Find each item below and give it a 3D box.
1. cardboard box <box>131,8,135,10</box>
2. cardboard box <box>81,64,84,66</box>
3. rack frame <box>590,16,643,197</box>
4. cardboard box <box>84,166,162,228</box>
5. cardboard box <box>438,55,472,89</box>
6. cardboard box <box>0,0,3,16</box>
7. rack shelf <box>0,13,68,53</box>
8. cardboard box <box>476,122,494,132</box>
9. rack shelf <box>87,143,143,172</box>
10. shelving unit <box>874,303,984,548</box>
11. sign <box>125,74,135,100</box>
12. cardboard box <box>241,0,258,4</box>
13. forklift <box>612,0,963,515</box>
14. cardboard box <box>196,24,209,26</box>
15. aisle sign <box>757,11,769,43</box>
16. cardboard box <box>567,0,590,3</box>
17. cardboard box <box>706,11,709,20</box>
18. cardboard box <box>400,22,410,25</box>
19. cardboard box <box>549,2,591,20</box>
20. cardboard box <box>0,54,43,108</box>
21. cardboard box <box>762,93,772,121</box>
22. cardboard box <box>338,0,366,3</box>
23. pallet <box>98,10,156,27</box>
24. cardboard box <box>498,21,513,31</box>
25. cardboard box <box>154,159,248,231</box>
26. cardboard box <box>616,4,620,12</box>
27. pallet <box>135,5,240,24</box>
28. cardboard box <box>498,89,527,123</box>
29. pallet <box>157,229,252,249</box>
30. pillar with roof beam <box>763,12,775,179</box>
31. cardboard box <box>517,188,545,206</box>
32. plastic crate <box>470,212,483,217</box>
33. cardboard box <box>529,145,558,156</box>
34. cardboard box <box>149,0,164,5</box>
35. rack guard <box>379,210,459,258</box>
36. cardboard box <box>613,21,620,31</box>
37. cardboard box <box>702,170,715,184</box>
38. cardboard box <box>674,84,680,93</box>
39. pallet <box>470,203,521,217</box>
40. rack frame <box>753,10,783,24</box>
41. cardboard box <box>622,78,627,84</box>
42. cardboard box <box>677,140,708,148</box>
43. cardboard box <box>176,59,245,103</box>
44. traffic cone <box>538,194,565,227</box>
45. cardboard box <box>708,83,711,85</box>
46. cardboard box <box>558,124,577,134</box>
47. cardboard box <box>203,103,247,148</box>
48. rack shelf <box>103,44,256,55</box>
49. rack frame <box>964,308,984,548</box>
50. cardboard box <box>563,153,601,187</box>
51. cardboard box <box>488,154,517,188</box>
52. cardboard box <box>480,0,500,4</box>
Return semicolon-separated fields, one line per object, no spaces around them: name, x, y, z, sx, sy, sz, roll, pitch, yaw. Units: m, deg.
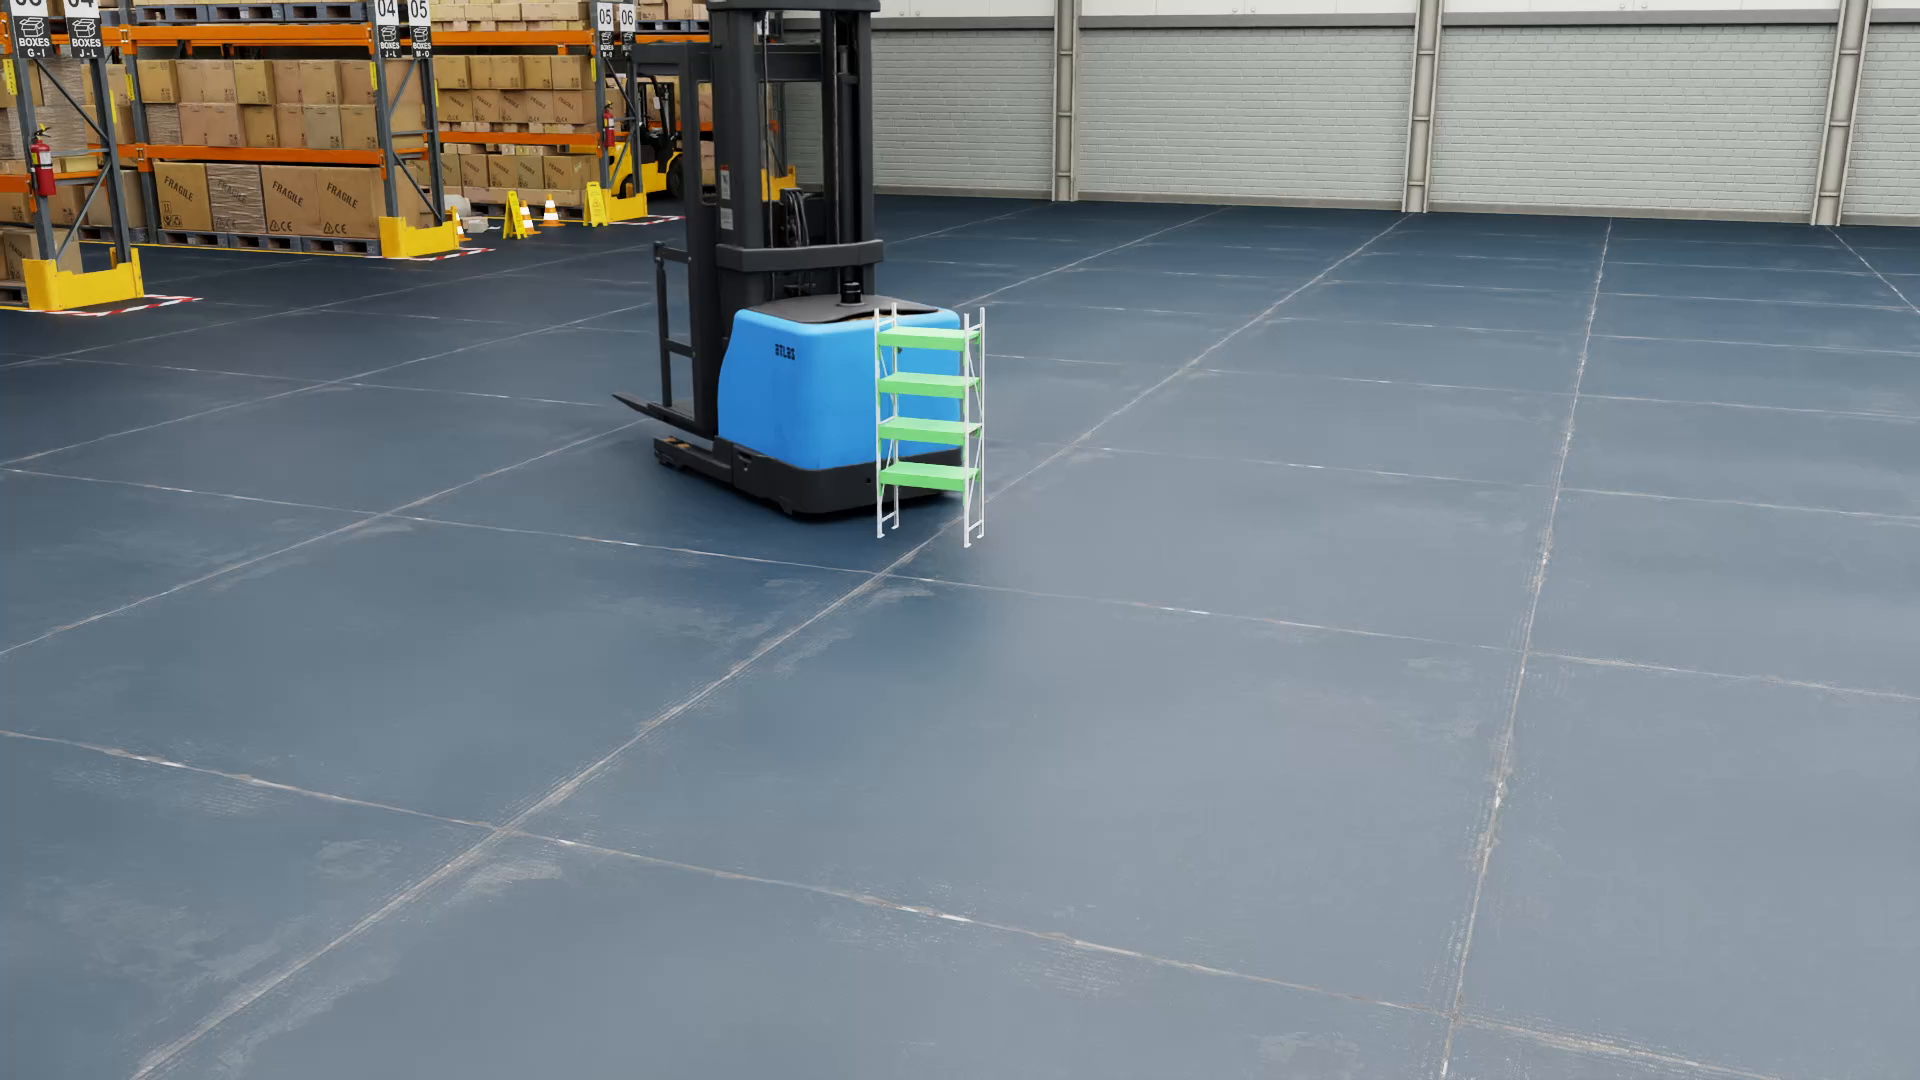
cardboard box;-13.668;-8.998;27.976;0.500;0.500;0.700;5;17;18
cardboard box;-15.146;-7.977;28.798;0.500;0.500;0.500;6;17;19
rack frame;-5.236;-6.438;25.469;0.127;3.000;1.000;6;17;21
cardboard box;-11.289;-4.714;22.814;0.750;0.750;1.050;6;17;20
cardboard box;-7.703;-7.300;25.934;0.500;0.500;0.700;6;17;19
cardboard box;-9.414;-5.219;16.161;0.500;0.250;0.500;7;17;22
rack shelf;-10.732;-5.167;17.002;4.000;0.370;1.077;6;17;21
cardboard box;-7.350;-6.459;25.993;0.250;0.149;0.380;6;17;20
rack shelf;-12.540;-5.412;23.225;4.000;0.370;1.077;6;17;21
shelving unit;-0.154;-0.593;8.565;0.503;1.200;0.258;6;17;21
sign;-10.869;-5.929;21.782;0.005;0.325;0.100;6;17;21
cardboard box;-8.810;-6.815;20.908;0.250;0.149;0.380;7;17;21
forklift;-1.236;-1.897;9.951;1.130;2.935;3.031;-11;19;-33
cardboard box;-12.447;-8.500;27.642;0.250;0.149;0.380;6;17;21
aisle sign;-3.465;-8.891;29.256;0.004;0.787;0.394;6;17;21
cardboard box;-5.659;-8.099;24.830;0.250;0.149;0.380;6;17;21
cardboard box;-4.300;-9.301;29.469;0.250;0.149;0.380;6;17;19
cardboard box;-8.535;-8.029;26.022;0.250;0.149;0.380;6;17;21
cardboard box;-5.811;-7.932;24.970;0.500;0.250;0.500;6;17;20
cardboard box;-9.474;-4.531;16.394;0.500;0.500;0.500;6;17;21
cardboard box;-3.777;-7.896;30.313;0.500;0.500;0.500;7;18;22
cardboard box;-7.392;-6.659;20.370;0.250;0.149;0.380;6;17;21
pallet;-11.550;-6.982;22.308;1.217;0.209;0.805;6;17;18
cardboard box;-6.851;-7.860;25.438;0.250;0.149;0.380;6;17;19
cardboard box;-10.120;-4.652;22.374;0.875;0.875;0.875;7;17;21
cardboard box;-6.455;-9.634;30.325;0.500;0.311;0.500;7;17;22
pallet;-9.922;-6.864;21.717;1.213;0.211;1.003;6;17;21
cardboard box;-6.770;-6.717;25.718;0.500;0.500;0.500;6;17;20
pallet;-10.000;-4.116;22.471;1.213;0.211;1.003;6;17;21
pillar with roof beam;-5.315;-9.795;26.273;0.400;9.000;9.100;6;17;21
cardboard box;-6.565;-5.387;26.028;0.500;0.250;0.500;6;17;21
plastic crate;-7.797;-5.071;25.999;0.583;0.080;0.402;0;16;1
cardboard box;-6.443;-6.025;25.717;0.250;0.149;0.380;7;18;22
cardboard box;-10.223;-6.971;21.443;0.250;0.149;0.380;6;17;21
rack guard;-6.936;-3.941;21.351;0.348;0.500;1.175;6;17;21
cardboard box;-5.425;-7.876;25.493;0.250;0.149;0.380;6;17;21
cardboard box;-4.430;-6.626;30.296;0.500;0.250;0.500;6;17;21
cardboard box;-5.046;-8.173;30.102;0.250;0.149;0.380;6;17;21
pallet;-7.180;-5.324;26.634;1.213;0.211;1.003;6;17;21
rack frame;-3.418;-10.606;29.068;0.127;3.000;1.000;6;17;21
cardboard box;-5.981;-8.428;30.448;0.250;0.149;0.380;6;17;20
cardboard box;-4.911;-7.153;30.317;0.500;0.250;0.500;7;17;21
cardboard box;-9.794;-6.071;21.998;0.550;0.550;0.875;6;17;21
traffic cone;-6.109;-4.929;24.821;0.334;0.463;0.336;6;17;21
cardboard box;-4.323;-8.247;29.824;0.250;0.149;0.380;7;17;22
cardboard box;-5.939;-6.297;25.435;0.250;0.149;0.380;6;17;20
cardboard box;-9.352;-5.454;21.811;0.550;0.550;0.875;6;17;21
rack shelf;-16.442;-10.253;34.520;4.000;0.370;1.077;6;17;21
rack frame;0.073;-0.568;8.479;0.015;1.200;0.240;6;17;21
cardboard box;-5.907;-5.836;26.228;0.500;0.500;0.500;6;17;19
cardboard box;-7.030;-5.799;26.103;0.500;0.500;0.500;6;17;19
cardboard box;-7.098;-8.247;25.340;0.250;0.149;0.380;7;18;22
